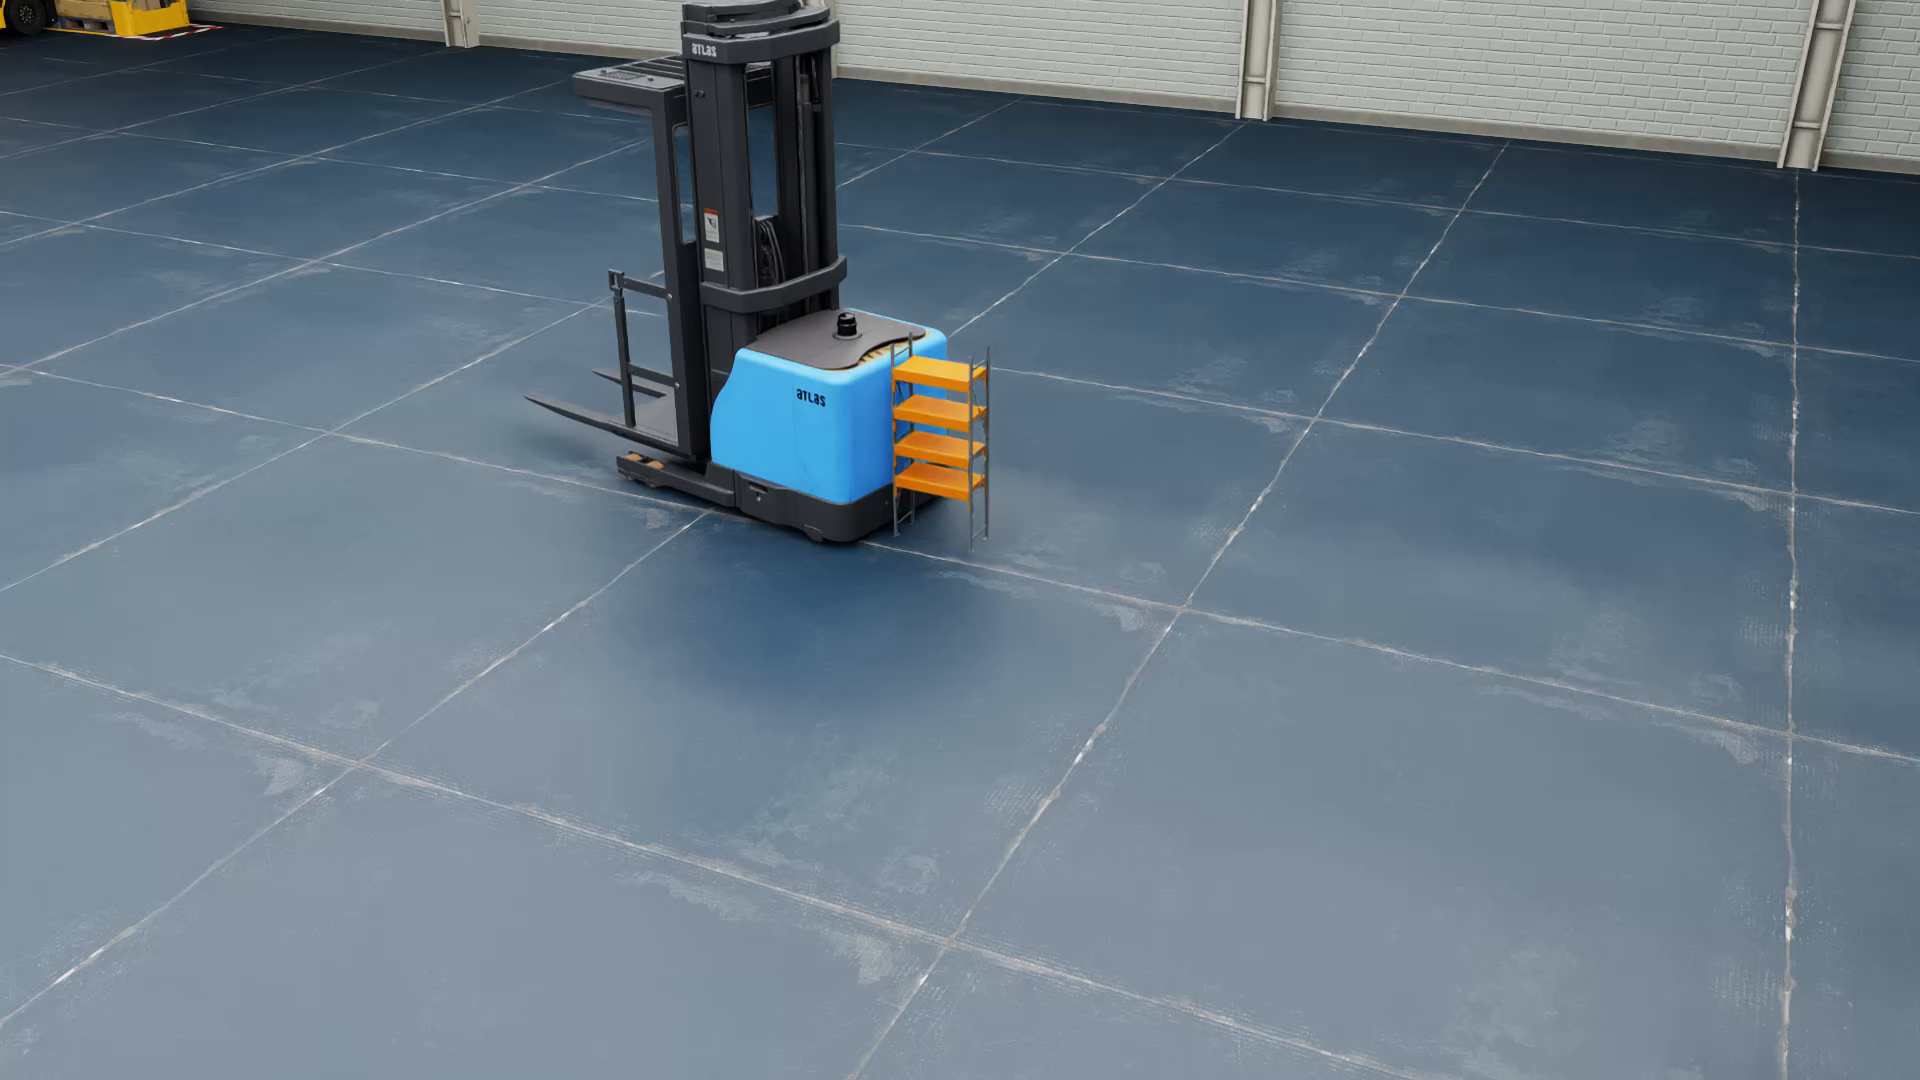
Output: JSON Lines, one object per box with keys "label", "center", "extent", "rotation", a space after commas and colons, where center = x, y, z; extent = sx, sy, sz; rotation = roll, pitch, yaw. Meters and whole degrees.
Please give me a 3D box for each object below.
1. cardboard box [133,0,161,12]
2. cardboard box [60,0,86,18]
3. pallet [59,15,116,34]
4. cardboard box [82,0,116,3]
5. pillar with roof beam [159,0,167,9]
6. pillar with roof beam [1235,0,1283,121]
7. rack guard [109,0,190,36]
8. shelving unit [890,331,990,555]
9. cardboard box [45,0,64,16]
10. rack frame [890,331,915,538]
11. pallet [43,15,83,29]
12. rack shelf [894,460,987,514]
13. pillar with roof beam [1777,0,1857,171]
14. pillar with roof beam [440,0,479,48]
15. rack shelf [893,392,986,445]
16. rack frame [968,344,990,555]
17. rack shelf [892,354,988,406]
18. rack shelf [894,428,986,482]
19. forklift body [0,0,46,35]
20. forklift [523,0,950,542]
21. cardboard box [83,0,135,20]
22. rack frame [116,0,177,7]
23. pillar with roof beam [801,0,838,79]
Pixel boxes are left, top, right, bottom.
{"label": "cardboard box", "center": [-12.919, -8.400, 26.054], "extent": [0.500, 0.250, 0.500], "rotation": [11, 28, 22]}
{"label": "cardboard box", "center": [-13.560, -8.286, 25.821], "extent": [0.500, 0.250, 0.500], "rotation": [11, 28, 22]}
{"label": "pallet", "center": [-13.266, -8.149, 26.063], "extent": [1.213, 0.211, 1.003], "rotation": [11, 28, 22]}
{"label": "cardboard box", "center": [-13.125, -8.420, 25.527], "extent": [0.500, 0.250, 0.500], "rotation": [11, 28, 21]}
{"label": "pillar with roof beam", "center": [-14.596, -10.727, 21.351], "extent": [0.400, 9.000, 9.100], "rotation": [11, 28, 22]}
{"label": "pillar with roof beam", "center": [1.790, -7.436, 14.666], "extent": [0.400, 9.000, 9.100], "rotation": [11, 28, 22]}
{"label": "rack guard", "center": [-12.531, -8.151, 25.740], "extent": [0.348, 0.500, 1.175], "rotation": [11, 28, 22]}
{"label": "shelving unit", "center": [-0.110, -0.550, 9.510], "extent": [0.503, 1.200, 0.258], "rotation": [12, 29, 23]}
{"label": "cardboard box", "center": [-14.012, -8.381, 26.014], "extent": [0.500, 0.250, 0.500], "rotation": [12, 29, 22]}
{"label": "rack frame", "center": [-0.329, -0.598, 9.607], "extent": [0.015, 1.200, 0.240], "rotation": [12, 29, 23]}
{"label": "pallet", "center": [-14.373, -8.373, 26.517], "extent": [1.213, 0.211, 1.003], "rotation": [11, 28, 22]}
{"label": "rack shelf", "center": [-0.110, -0.312, 9.627], "extent": [0.480, 0.148, 0.258], "rotation": [12, 29, 23]}
{"label": "pillar with roof beam", "center": [7.252, -6.339, 12.438], "extent": [0.400, 9.000, 9.100], "rotation": [11, 28, 22]}
{"label": "pillar with roof beam", "center": [-9.134, -9.630, 19.123], "extent": [0.400, 9.000, 9.100], "rotation": [11, 28, 22]}
{"label": "rack shelf", "center": [-0.110, -0.691, 9.441], "extent": [0.480, 0.148, 0.258], "rotation": [12, 29, 23]}
{"label": "rack frame", "center": [0.109, -0.503, 9.413], "extent": [0.015, 1.200, 0.240], "rotation": [12, 29, 23]}
{"label": "rack shelf", "center": [-0.110, -0.903, 9.336], "extent": [0.480, 0.148, 0.258], "rotation": [12, 29, 23]}
{"label": "rack shelf", "center": [-0.110, -0.490, 9.539], "extent": [0.480, 0.148, 0.258], "rotation": [12, 29, 23]}
{"label": "forklift body", "center": [-15.034, -8.510, 24.599], "extent": [1.214, 2.155, 2.313], "rotation": [11, 28, 22]}
{"label": "forklift", "center": [-1.545, -1.808, 10.103], "extent": [3.031, 2.935, 1.130], "rotation": [18, 32, 33]}
{"label": "cardboard box", "center": [-13.111, -8.191, 25.628], "extent": [0.500, 0.250, 0.500], "rotation": [12, 28, 22]}
{"label": "rack frame", "center": [-12.553, -9.277, 25.197], "extent": [0.127, 3.000, 1.000], "rotation": [11, 28, 22]}
{"label": "pillar with roof beam", "center": [-3.672, -8.533, 16.894], "extent": [0.400, 9.000, 9.100], "rotation": [11, 28, 22]}
